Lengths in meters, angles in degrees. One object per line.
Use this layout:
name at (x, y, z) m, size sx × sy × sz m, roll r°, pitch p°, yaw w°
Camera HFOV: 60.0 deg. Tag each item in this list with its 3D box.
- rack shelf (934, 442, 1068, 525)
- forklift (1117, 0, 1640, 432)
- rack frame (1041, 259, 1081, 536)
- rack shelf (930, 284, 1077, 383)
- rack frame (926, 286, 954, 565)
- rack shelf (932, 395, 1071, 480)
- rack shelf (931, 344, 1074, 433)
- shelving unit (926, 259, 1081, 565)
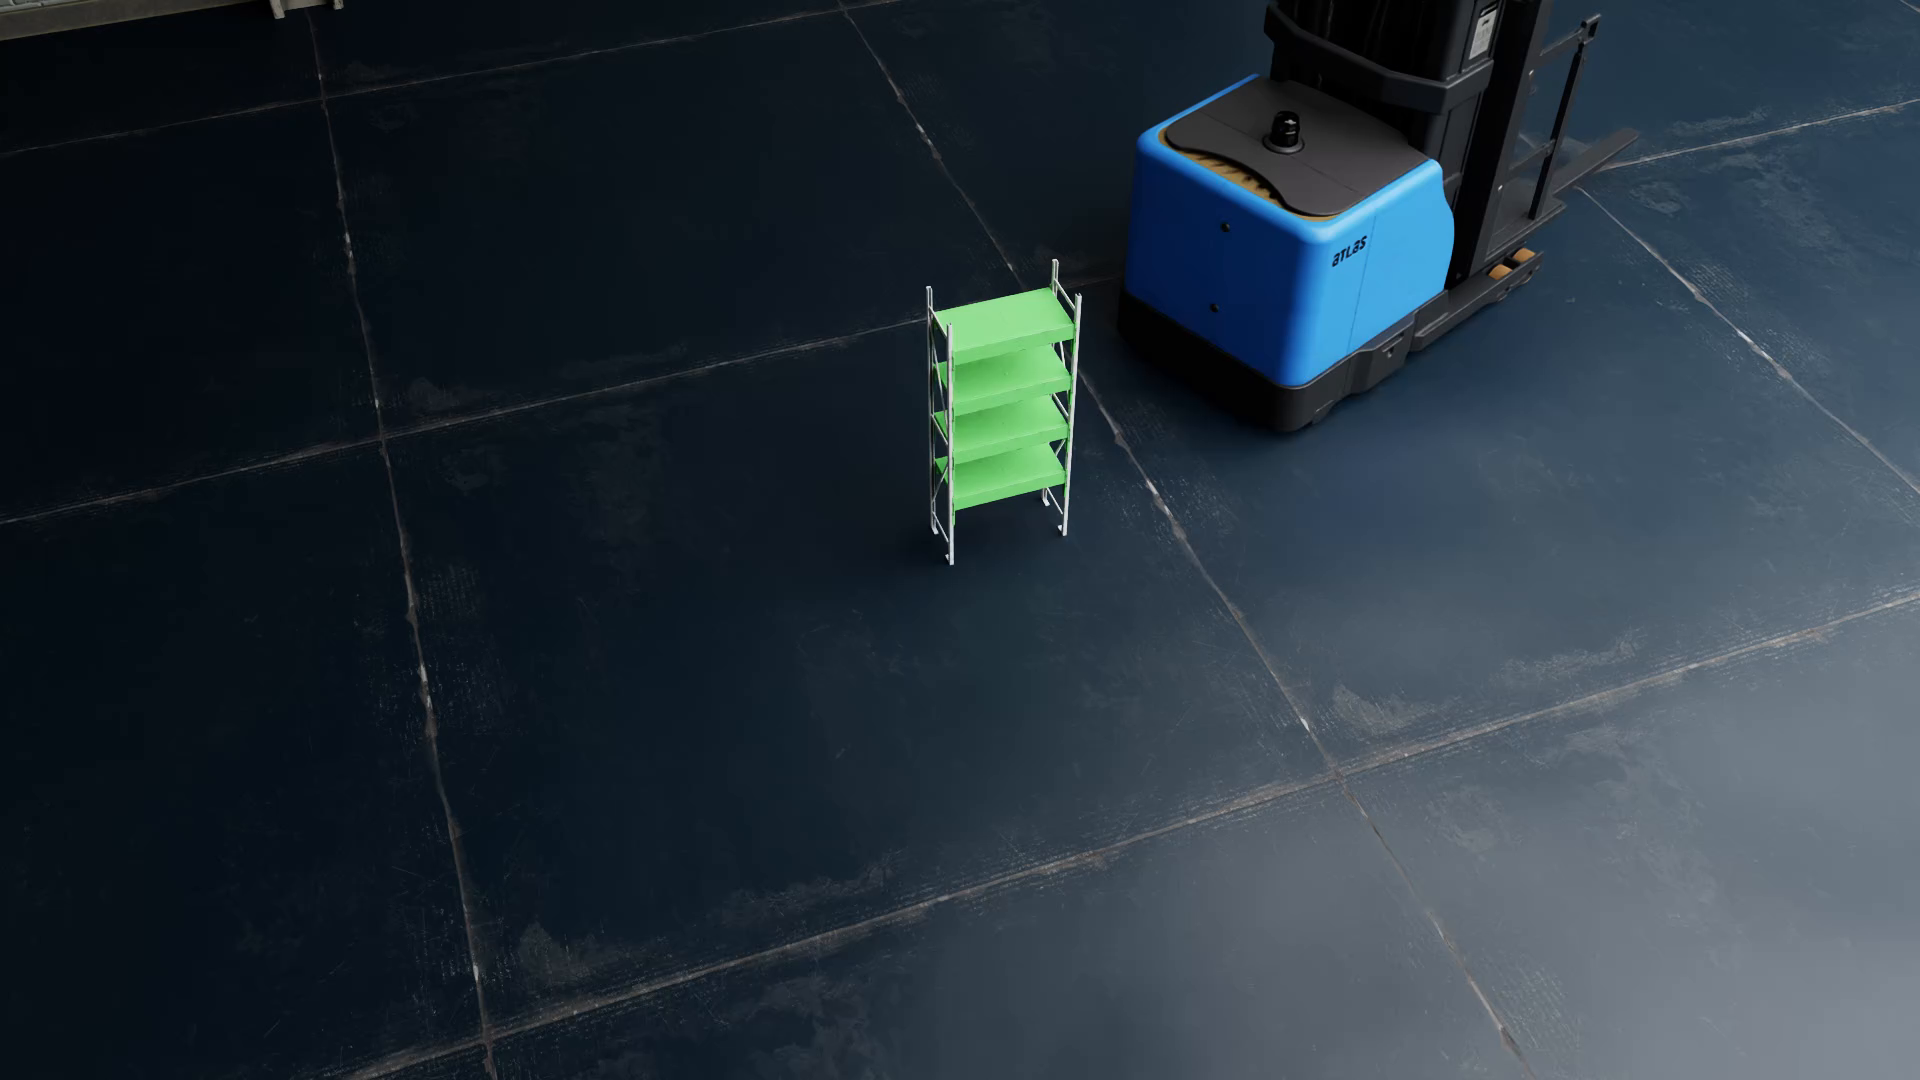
rack shelf at (0.156, -0.249, 6.580) m, size 0.480 × 0.148 × 0.258 m, roll -14°, pitch 47°, yaw -14°
forklift at (2.144, -2.415, 7.087) m, size 3.031 × 2.935 × 1.130 m, roll -33°, pitch 54°, yaw -29°
rack frame at (0.385, -0.522, 6.423) m, size 0.015 × 1.200 × 0.240 m, roll -14°, pitch 47°, yaw -14°
rack shelf at (0.156, -0.757, 6.070) m, size 0.480 × 0.148 × 0.258 m, roll -14°, pitch 47°, yaw -14°
rack frame at (-0.074, -0.405, 6.306) m, size 0.015 × 1.200 × 0.240 m, roll -14°, pitch 47°, yaw -14°
rack shelf at (0.156, -0.418, 6.410) m, size 0.480 × 0.148 × 0.258 m, roll -14°, pitch 47°, yaw -14°
rack shelf at (0.156, -0.588, 6.240) m, size 0.480 × 0.148 × 0.258 m, roll -14°, pitch 47°, yaw -14°
shelving unit at (0.156, -0.463, 6.365) m, size 0.503 × 1.200 × 0.258 m, roll -14°, pitch 47°, yaw -14°
